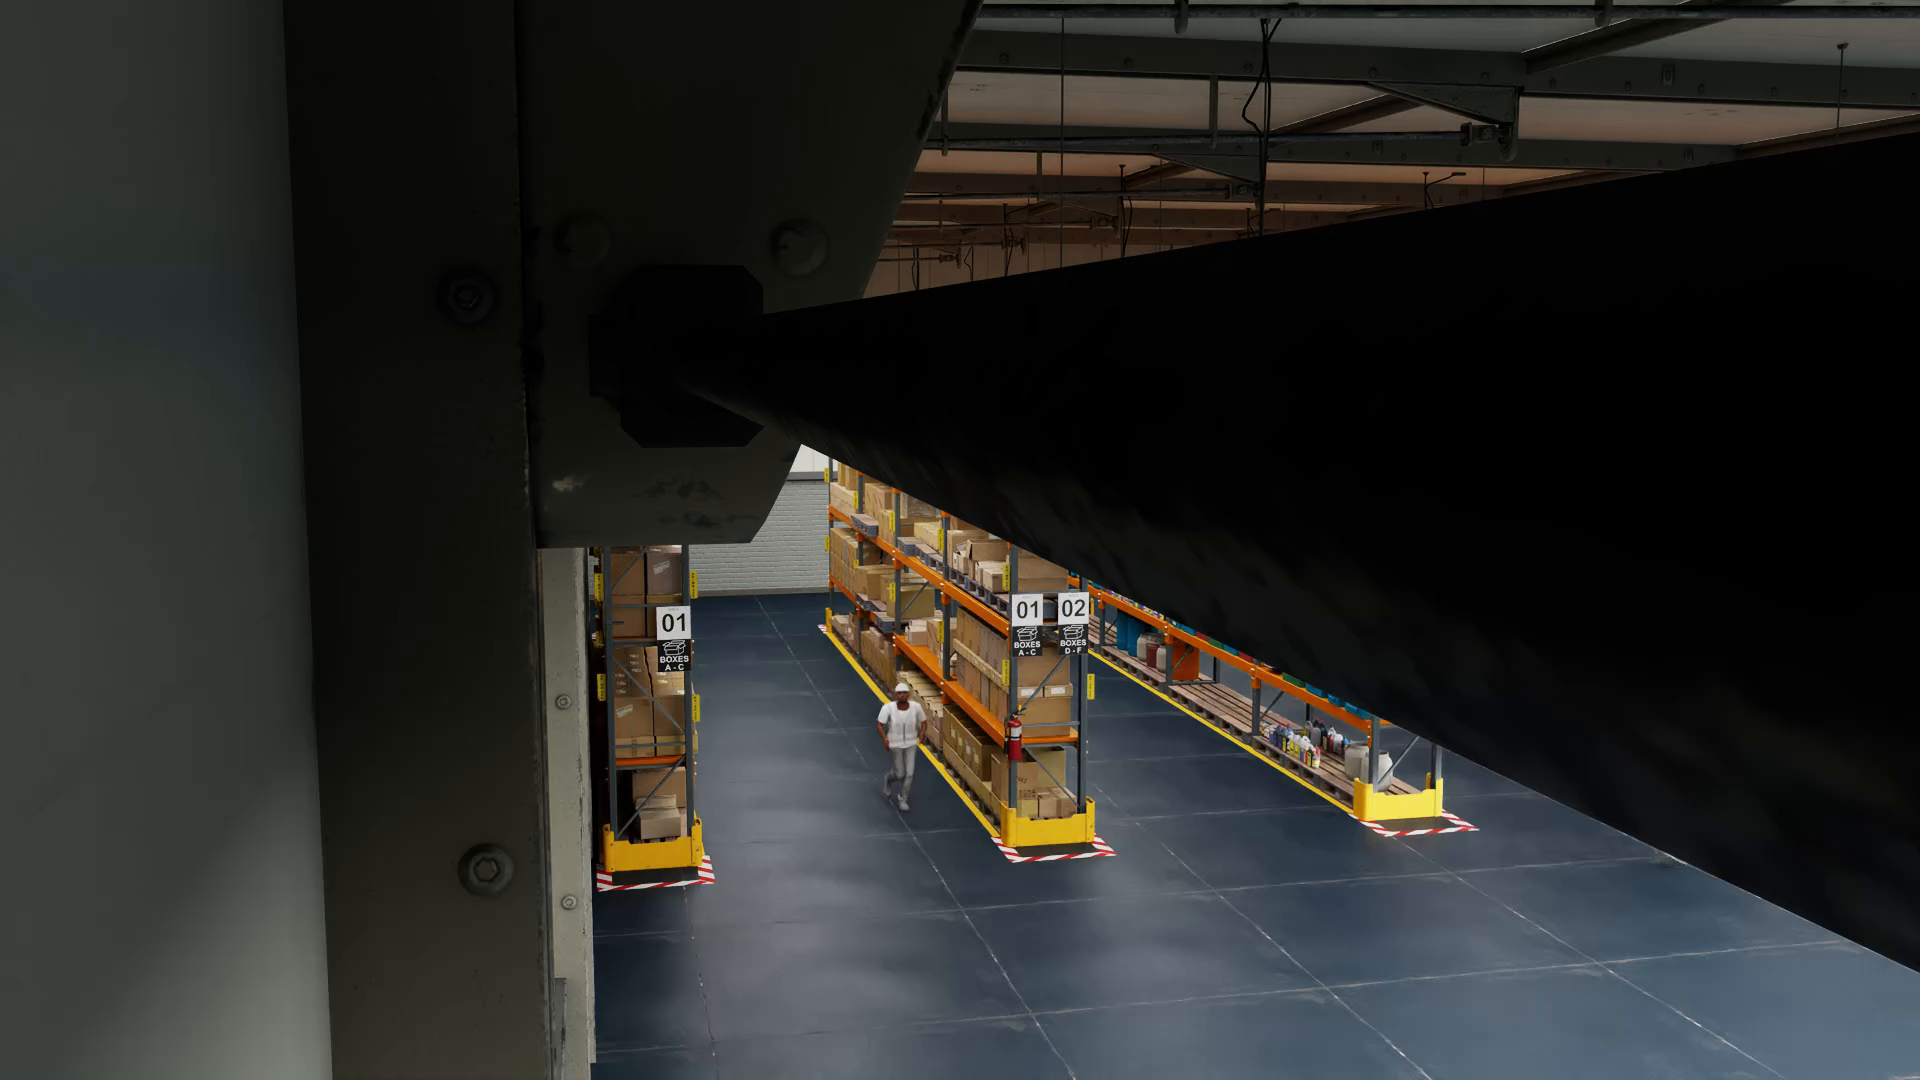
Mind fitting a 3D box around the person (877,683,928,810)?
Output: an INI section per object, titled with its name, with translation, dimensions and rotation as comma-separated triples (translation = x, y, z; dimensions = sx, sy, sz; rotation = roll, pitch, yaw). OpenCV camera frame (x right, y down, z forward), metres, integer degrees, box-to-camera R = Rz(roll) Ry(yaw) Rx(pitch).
[person]
translation = -0.774, 2.792, 22.693
dimensions = 0.691, 1.734, 0.632
rotation = -2, 7, -14
